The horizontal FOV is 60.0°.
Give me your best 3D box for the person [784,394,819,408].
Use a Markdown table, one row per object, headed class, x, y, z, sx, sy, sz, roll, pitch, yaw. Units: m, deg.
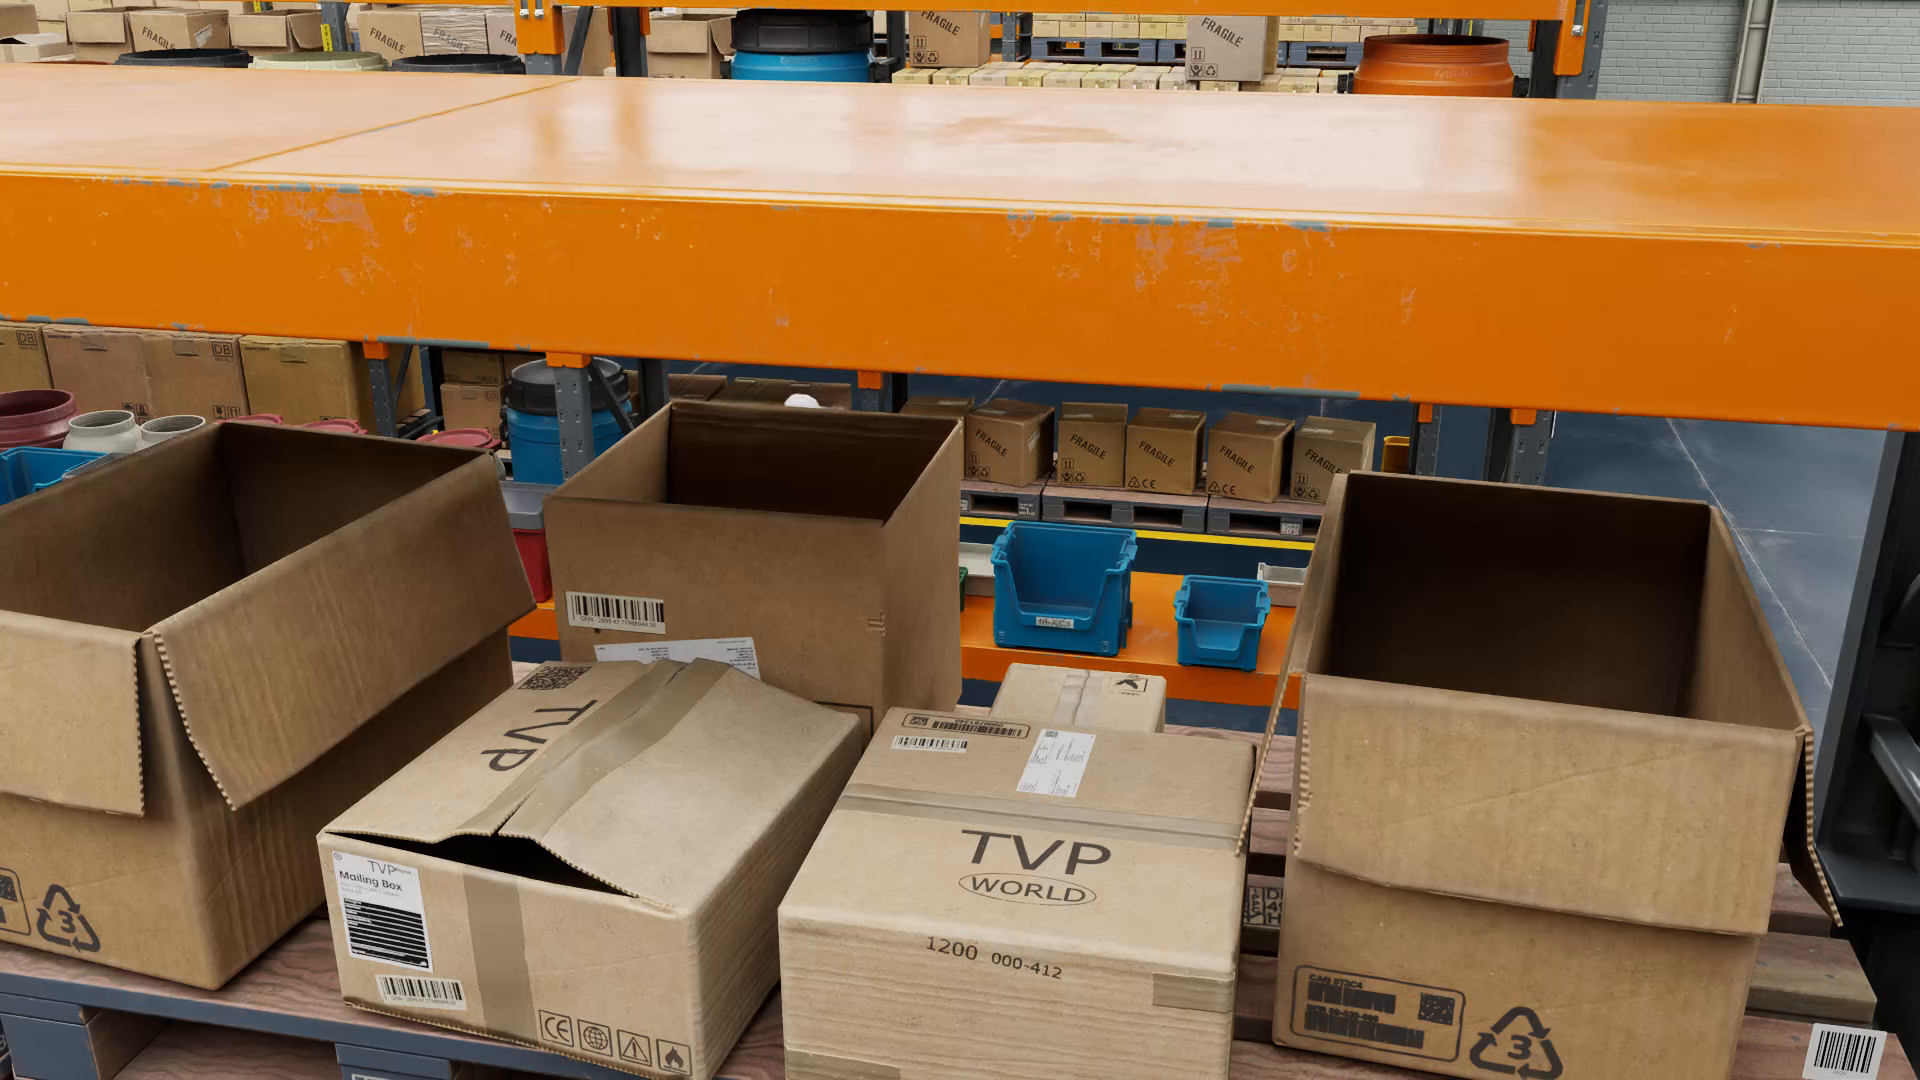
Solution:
| class | x | y | z | sx | sy | sz | roll | pitch | yaw |
| --- | --- | --- | --- | --- | --- | --- | --- | --- | --- |
| person | -0.810 | 0.016 | 9.533 | 0.451 | 1.772 | 0.618 | 3 | 22 | 8 |
